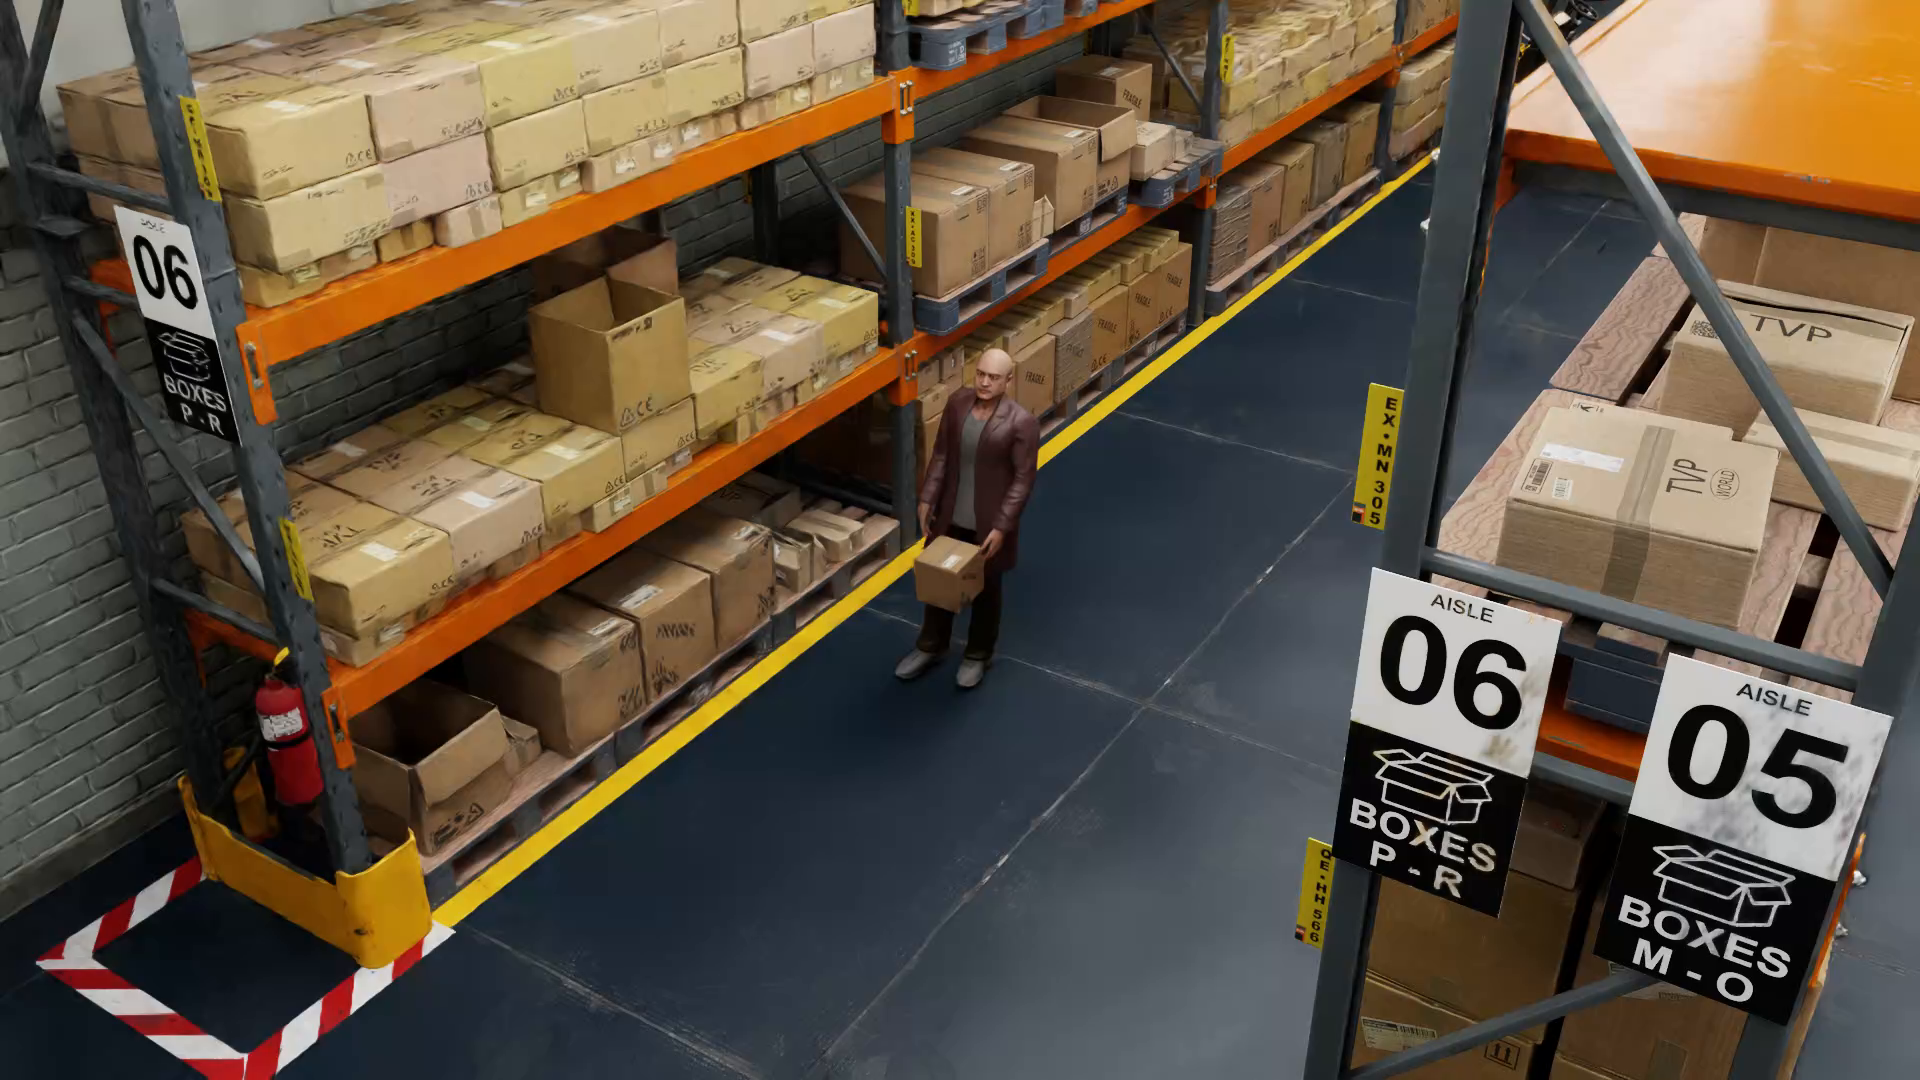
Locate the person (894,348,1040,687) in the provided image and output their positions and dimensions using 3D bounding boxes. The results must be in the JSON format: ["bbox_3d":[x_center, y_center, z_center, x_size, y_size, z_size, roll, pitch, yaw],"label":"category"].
[{"bbox_3d":[0.042,-0.079,8.331,0.607,1.776,0.575,18,35,28],"label":"person"}]
